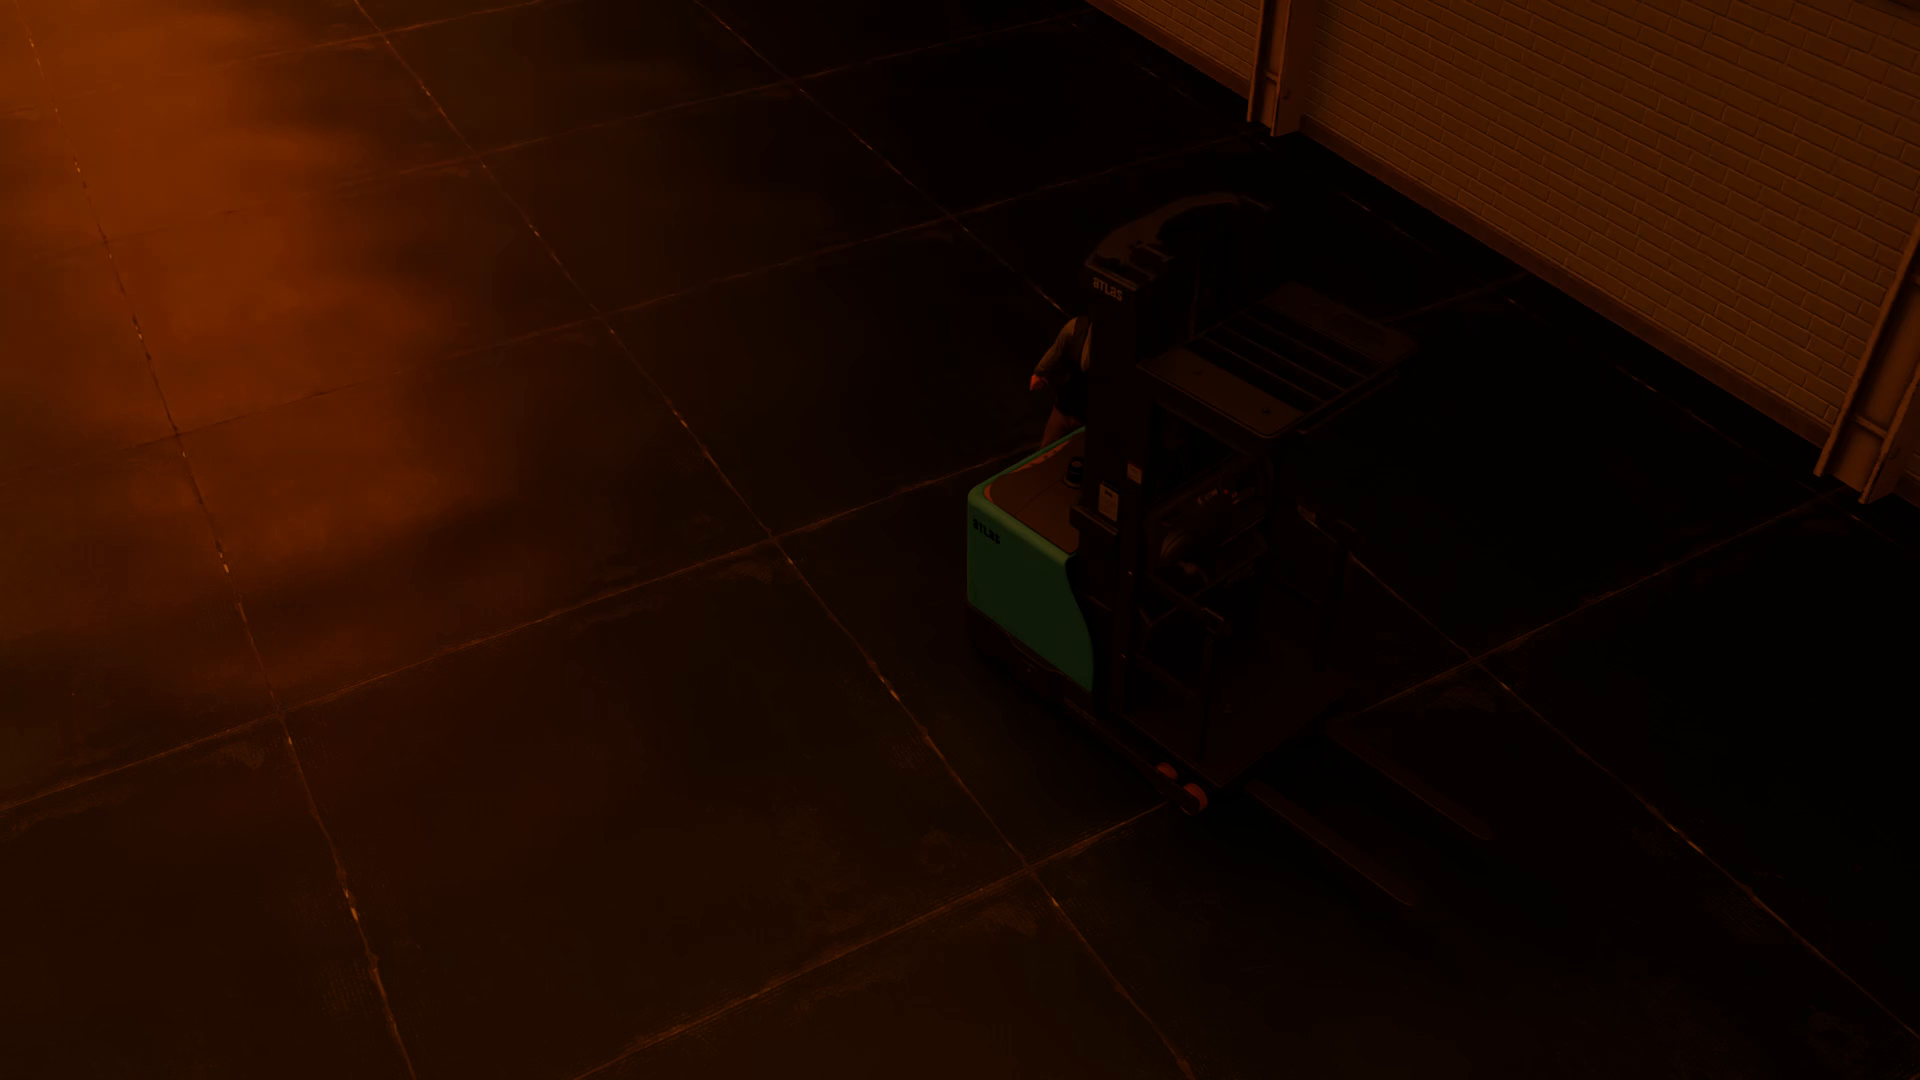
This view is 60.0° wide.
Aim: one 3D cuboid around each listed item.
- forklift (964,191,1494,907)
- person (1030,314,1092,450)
[{"bbox_3d":[1.383,-0.076,8.127,1.130,2.935,3.031,-30,48,-31],"label":"forklift"},{"bbox_3d":[0.780,-0.816,10.039,0.870,1.641,0.482,24,45,26],"label":"person"}]
